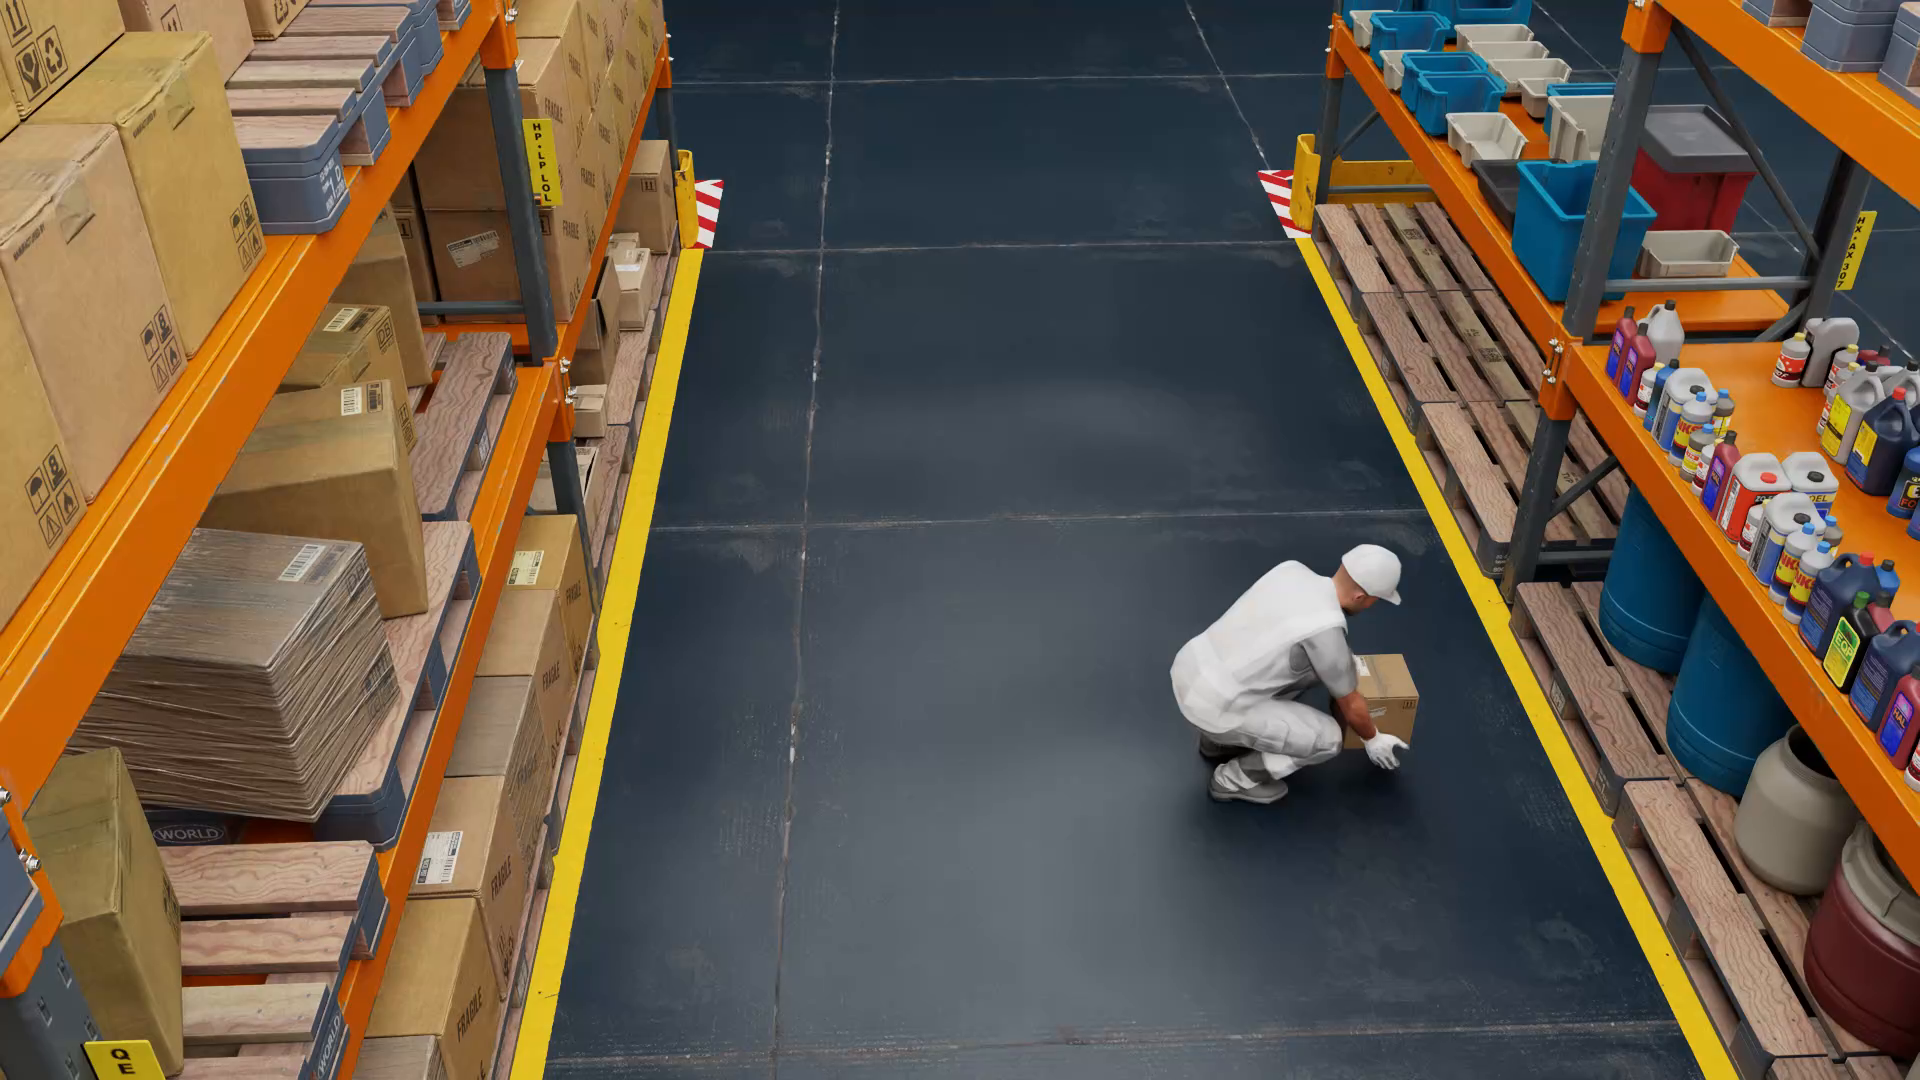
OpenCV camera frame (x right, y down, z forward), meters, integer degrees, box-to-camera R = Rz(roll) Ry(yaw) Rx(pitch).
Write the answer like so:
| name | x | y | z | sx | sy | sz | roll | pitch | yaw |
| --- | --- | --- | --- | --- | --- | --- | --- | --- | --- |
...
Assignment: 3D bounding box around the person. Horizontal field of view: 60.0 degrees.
| name | x | y | z | sx | sy | sz | roll | pitch | yaw |
| --- | --- | --- | --- | --- | --- | --- | --- | --- | --- |
| person | 1.225 | 0.473 | 6.146 | 0.881 | 0.998 | 0.552 | -2 | 35 | -3 |
